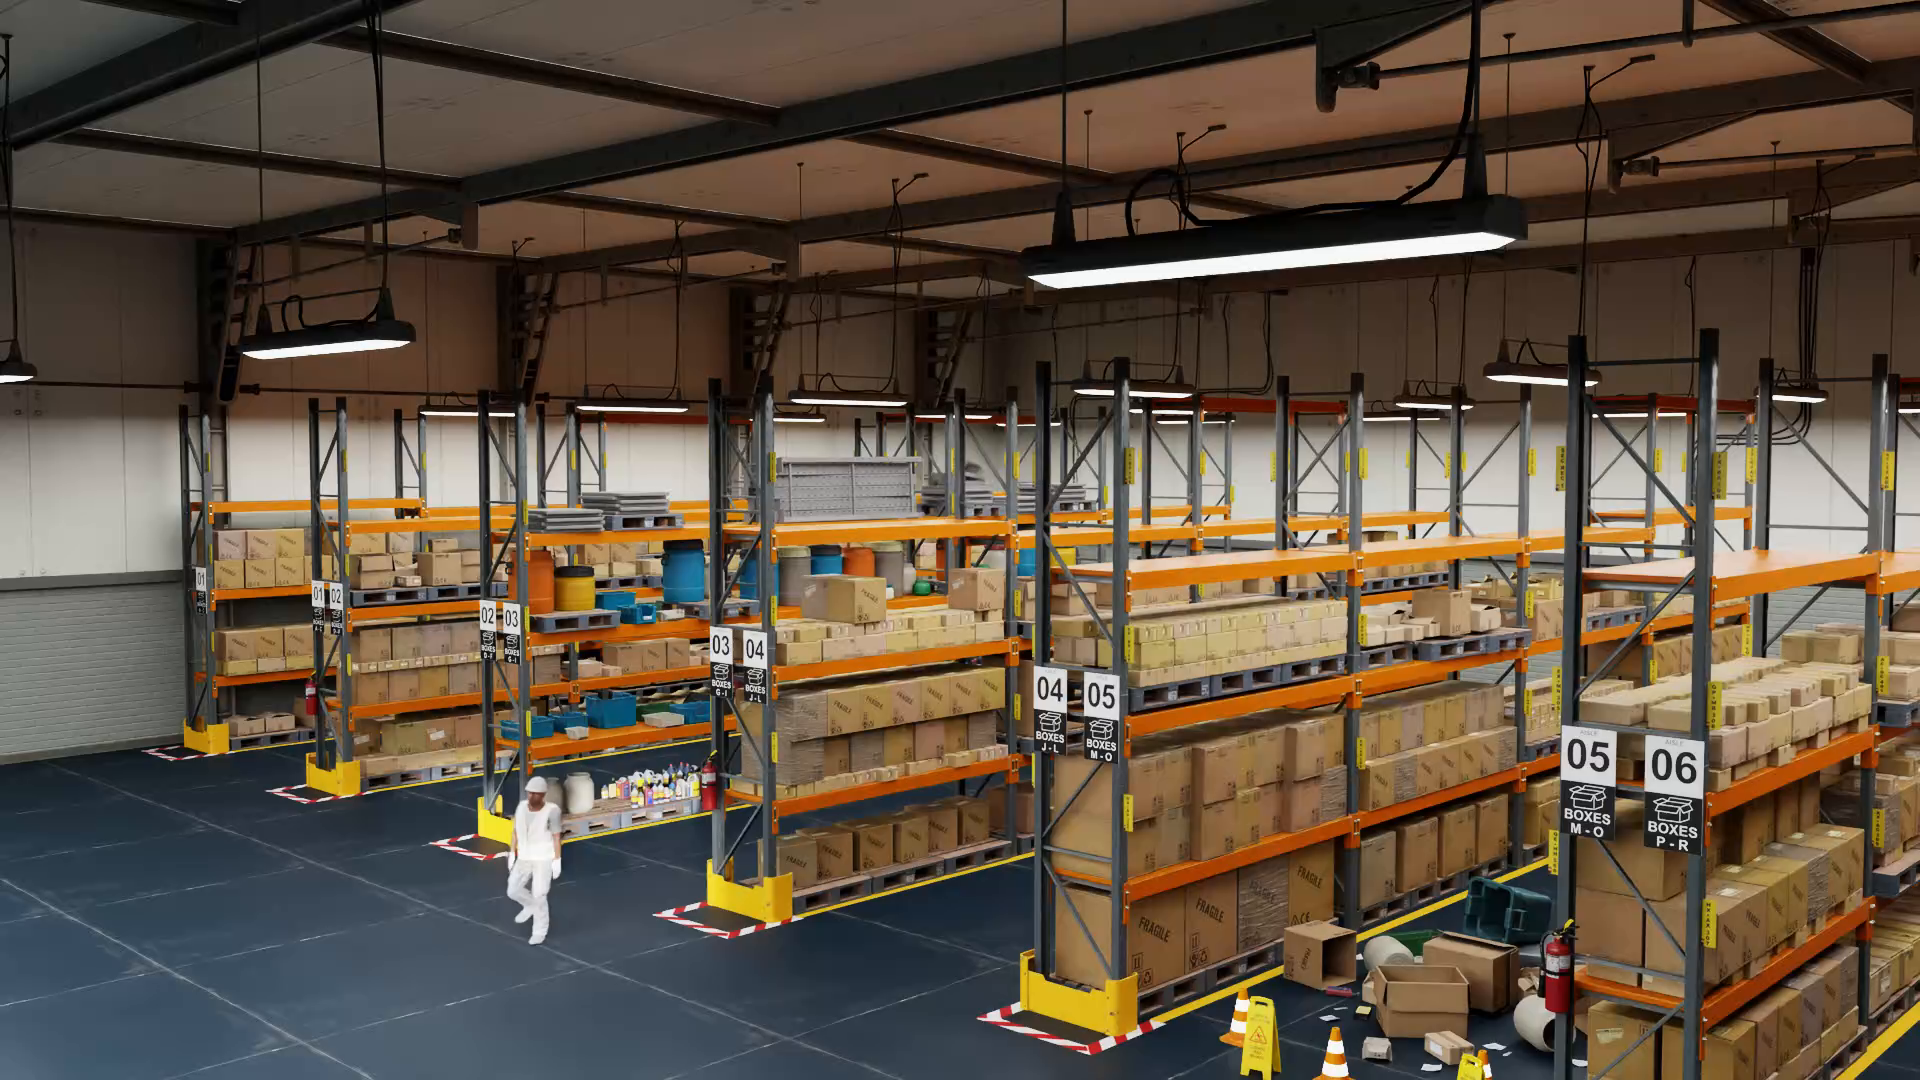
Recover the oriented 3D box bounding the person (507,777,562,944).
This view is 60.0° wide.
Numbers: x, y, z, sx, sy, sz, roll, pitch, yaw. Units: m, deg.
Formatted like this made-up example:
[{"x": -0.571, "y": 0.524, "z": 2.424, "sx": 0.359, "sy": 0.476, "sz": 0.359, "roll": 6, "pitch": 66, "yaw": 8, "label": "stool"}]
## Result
[{"x": -4.503, "y": 3.344, "z": 17.617, "sx": 0.732, "sy": 1.756, "sz": 0.614, "roll": 1, "pitch": 3, "yaw": 19, "label": "person"}]
